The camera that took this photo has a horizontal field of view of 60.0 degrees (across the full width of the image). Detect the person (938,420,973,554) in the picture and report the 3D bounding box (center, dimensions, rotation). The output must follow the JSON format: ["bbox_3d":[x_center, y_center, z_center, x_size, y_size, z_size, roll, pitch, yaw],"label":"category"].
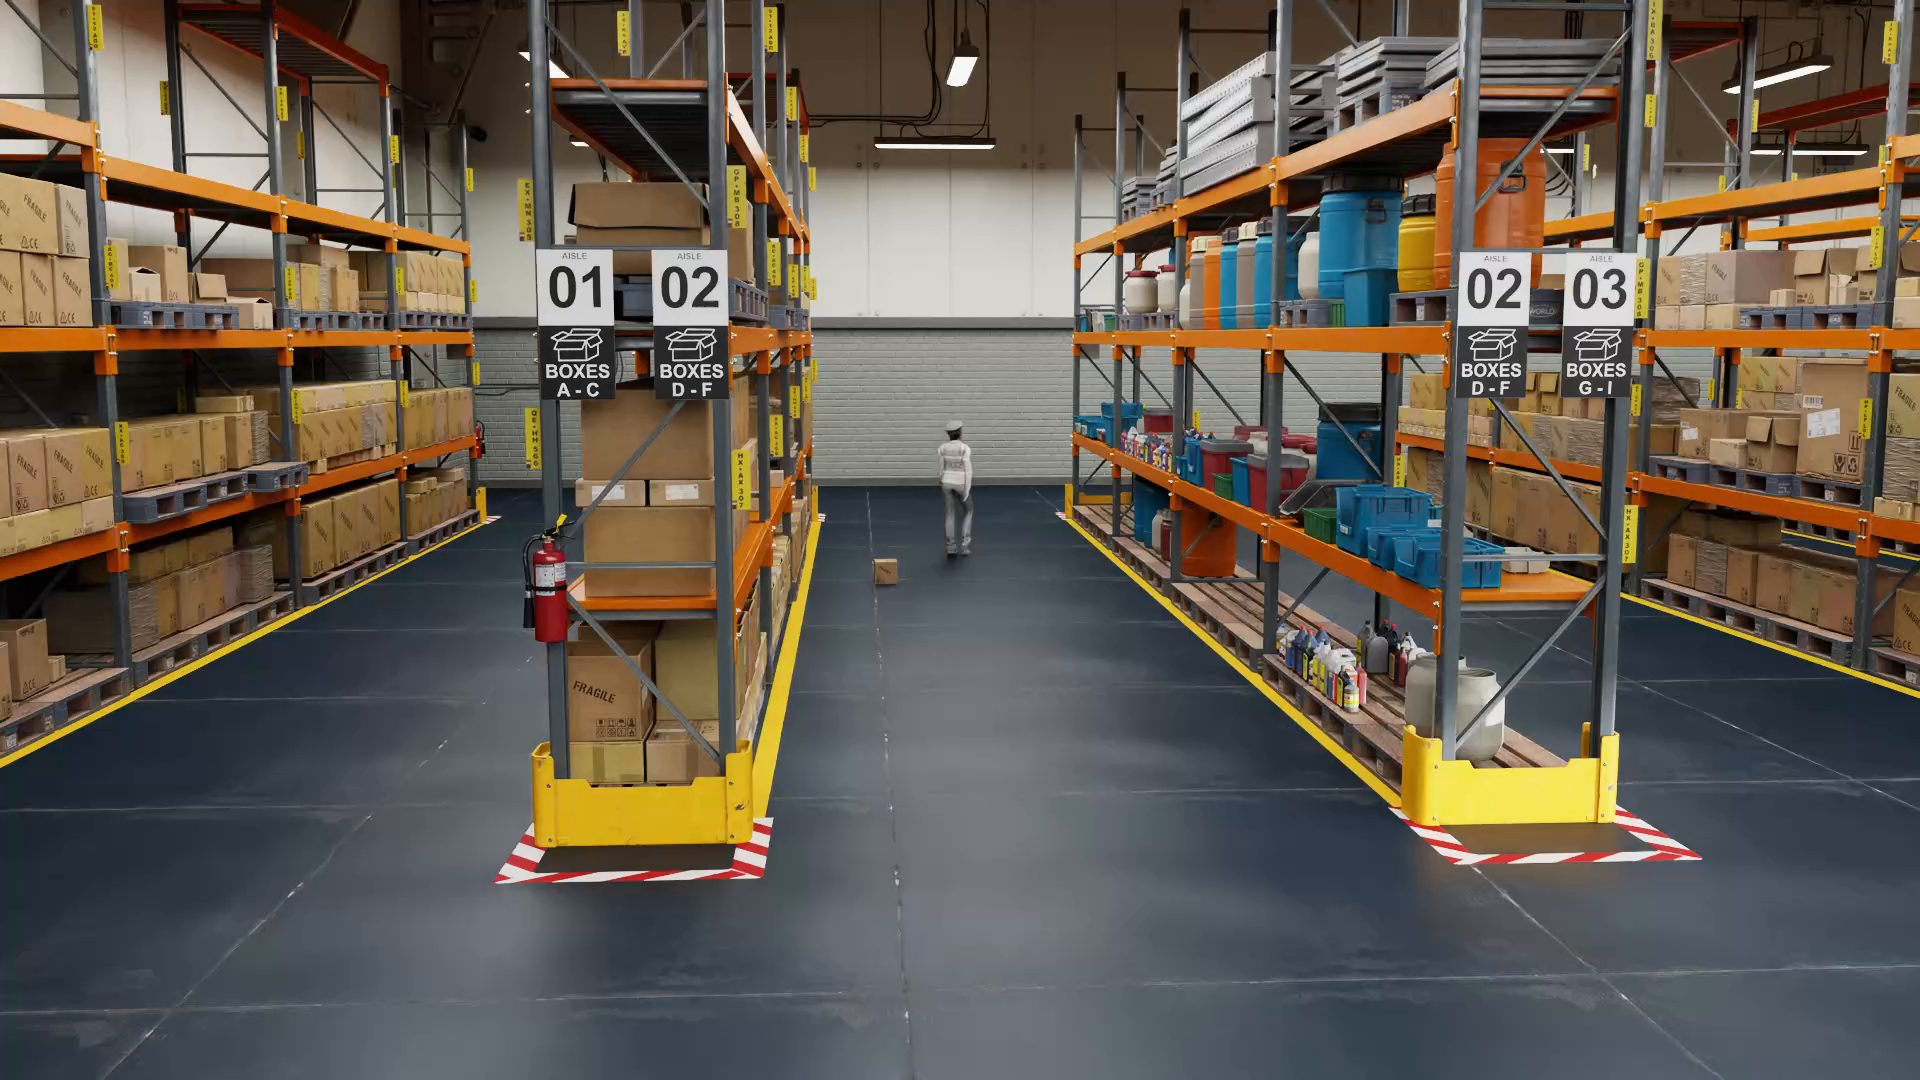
[{"bbox_3d":[-0.054,-0.635,20.968,0.478,1.754,0.504,1,7,12],"label":"person"}]
